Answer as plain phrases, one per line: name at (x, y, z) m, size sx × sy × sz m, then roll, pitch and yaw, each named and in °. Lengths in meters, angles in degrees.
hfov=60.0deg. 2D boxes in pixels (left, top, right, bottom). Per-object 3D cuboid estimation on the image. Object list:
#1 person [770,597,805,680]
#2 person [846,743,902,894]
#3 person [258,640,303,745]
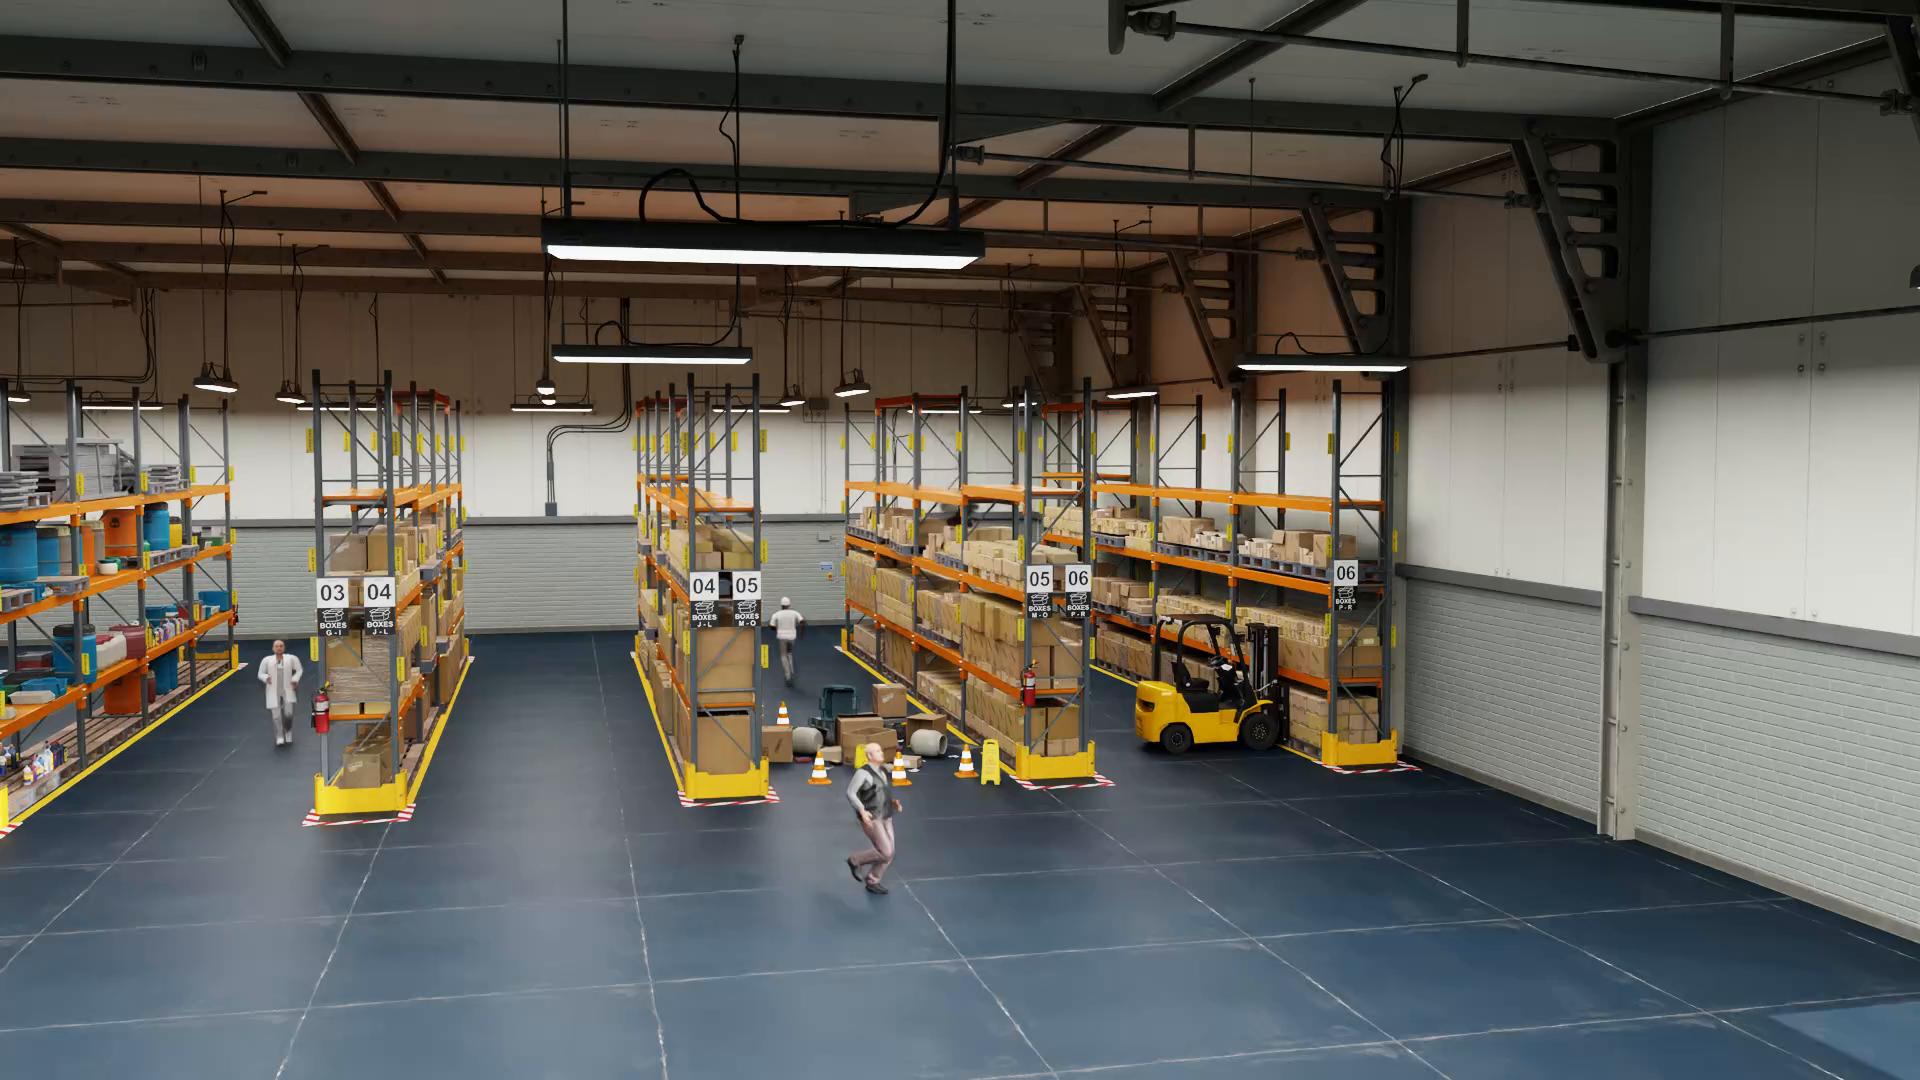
person at (-3.659, 2.103, 35.052) m, size 0.675 × 1.803 × 0.733 m, roll -1°, pitch 4°, yaw -23°
person at (-0.949, 3.105, 18.550) m, size 0.580 × 1.688 × 0.658 m, roll 2°, pitch 4°, yaw 30°
person at (-11.244, 2.532, 27.533) m, size 0.698 × 1.735 × 0.633 m, roll -1°, pitch 4°, yaw -23°
